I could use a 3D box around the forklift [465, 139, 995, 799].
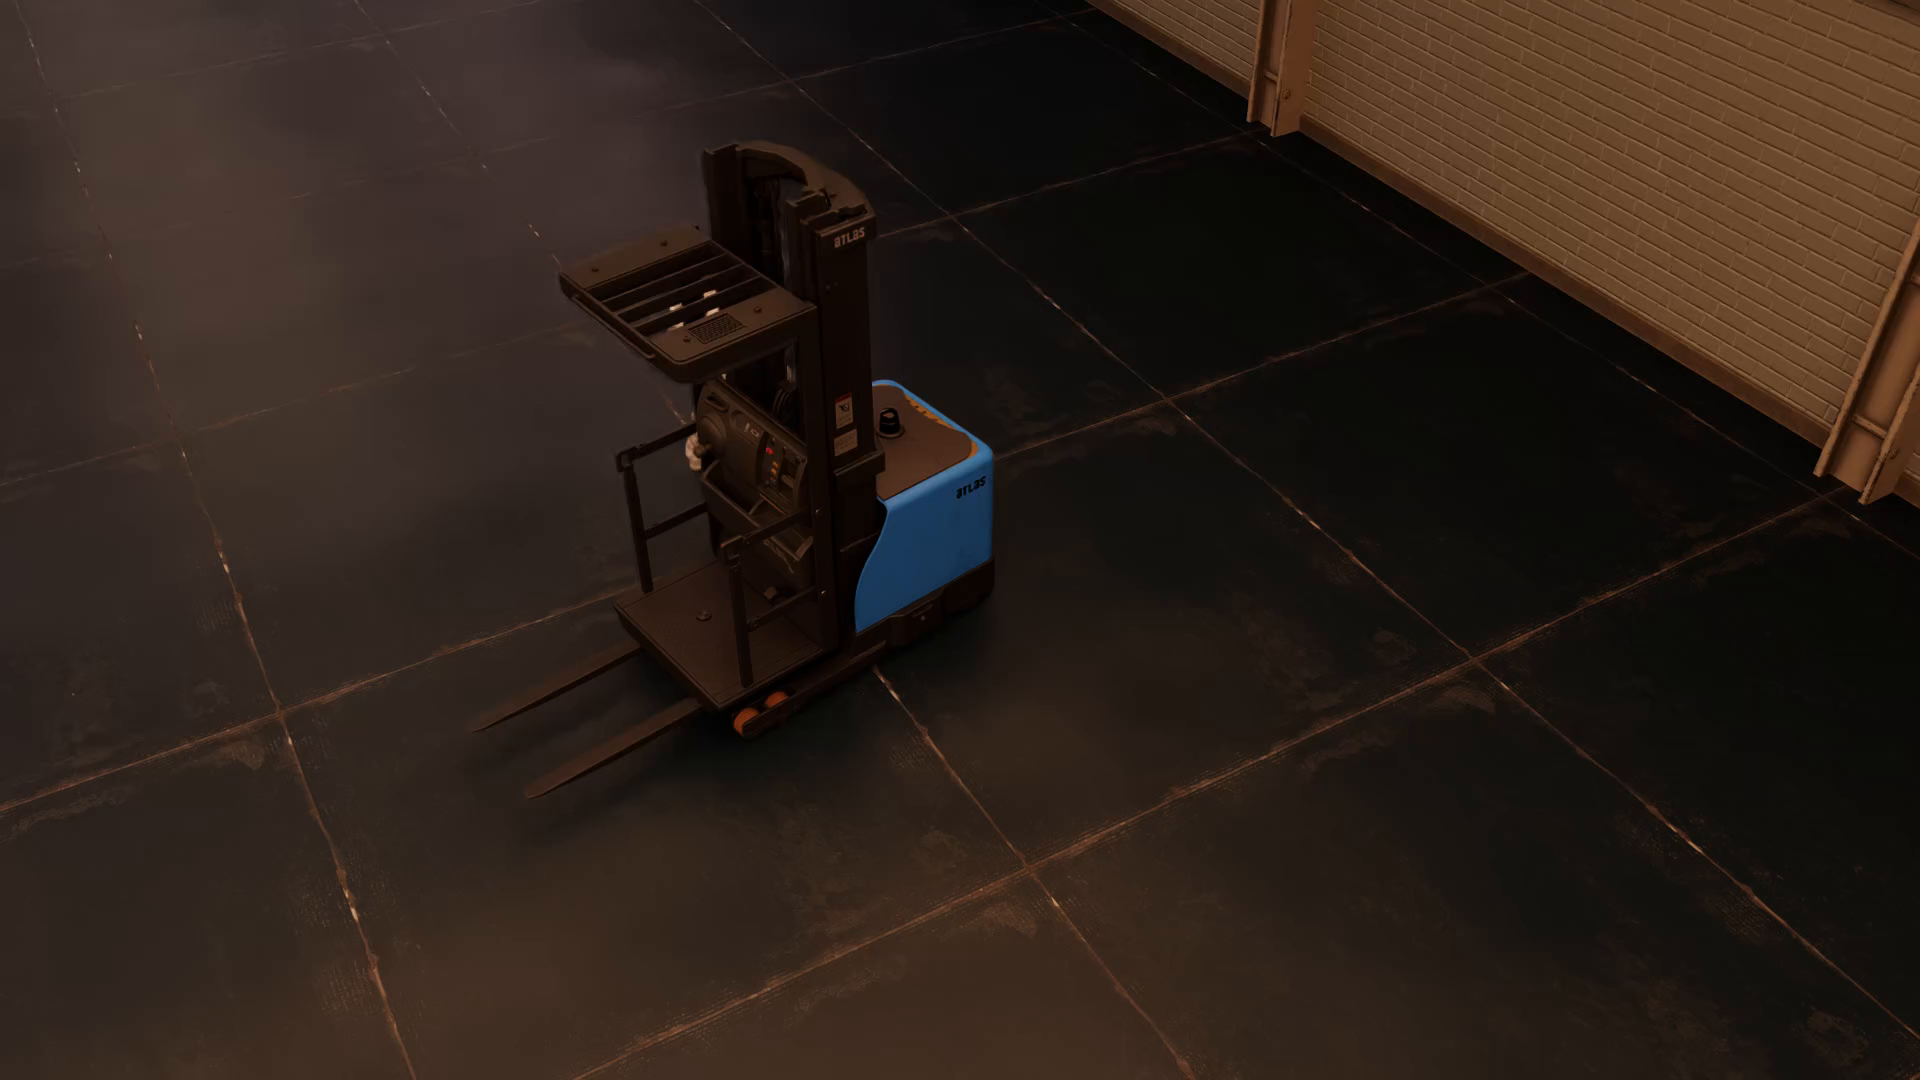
[{"bbox_3d":[-1.248,-0.433,8.558,3.031,2.935,1.130,-28,47,-30],"label":"forklift"}]

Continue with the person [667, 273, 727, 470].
[{"bbox_3d":[-1.444,-1.168,10.573,0.822,1.539,0.719,4,40,5],"label":"person"}]
